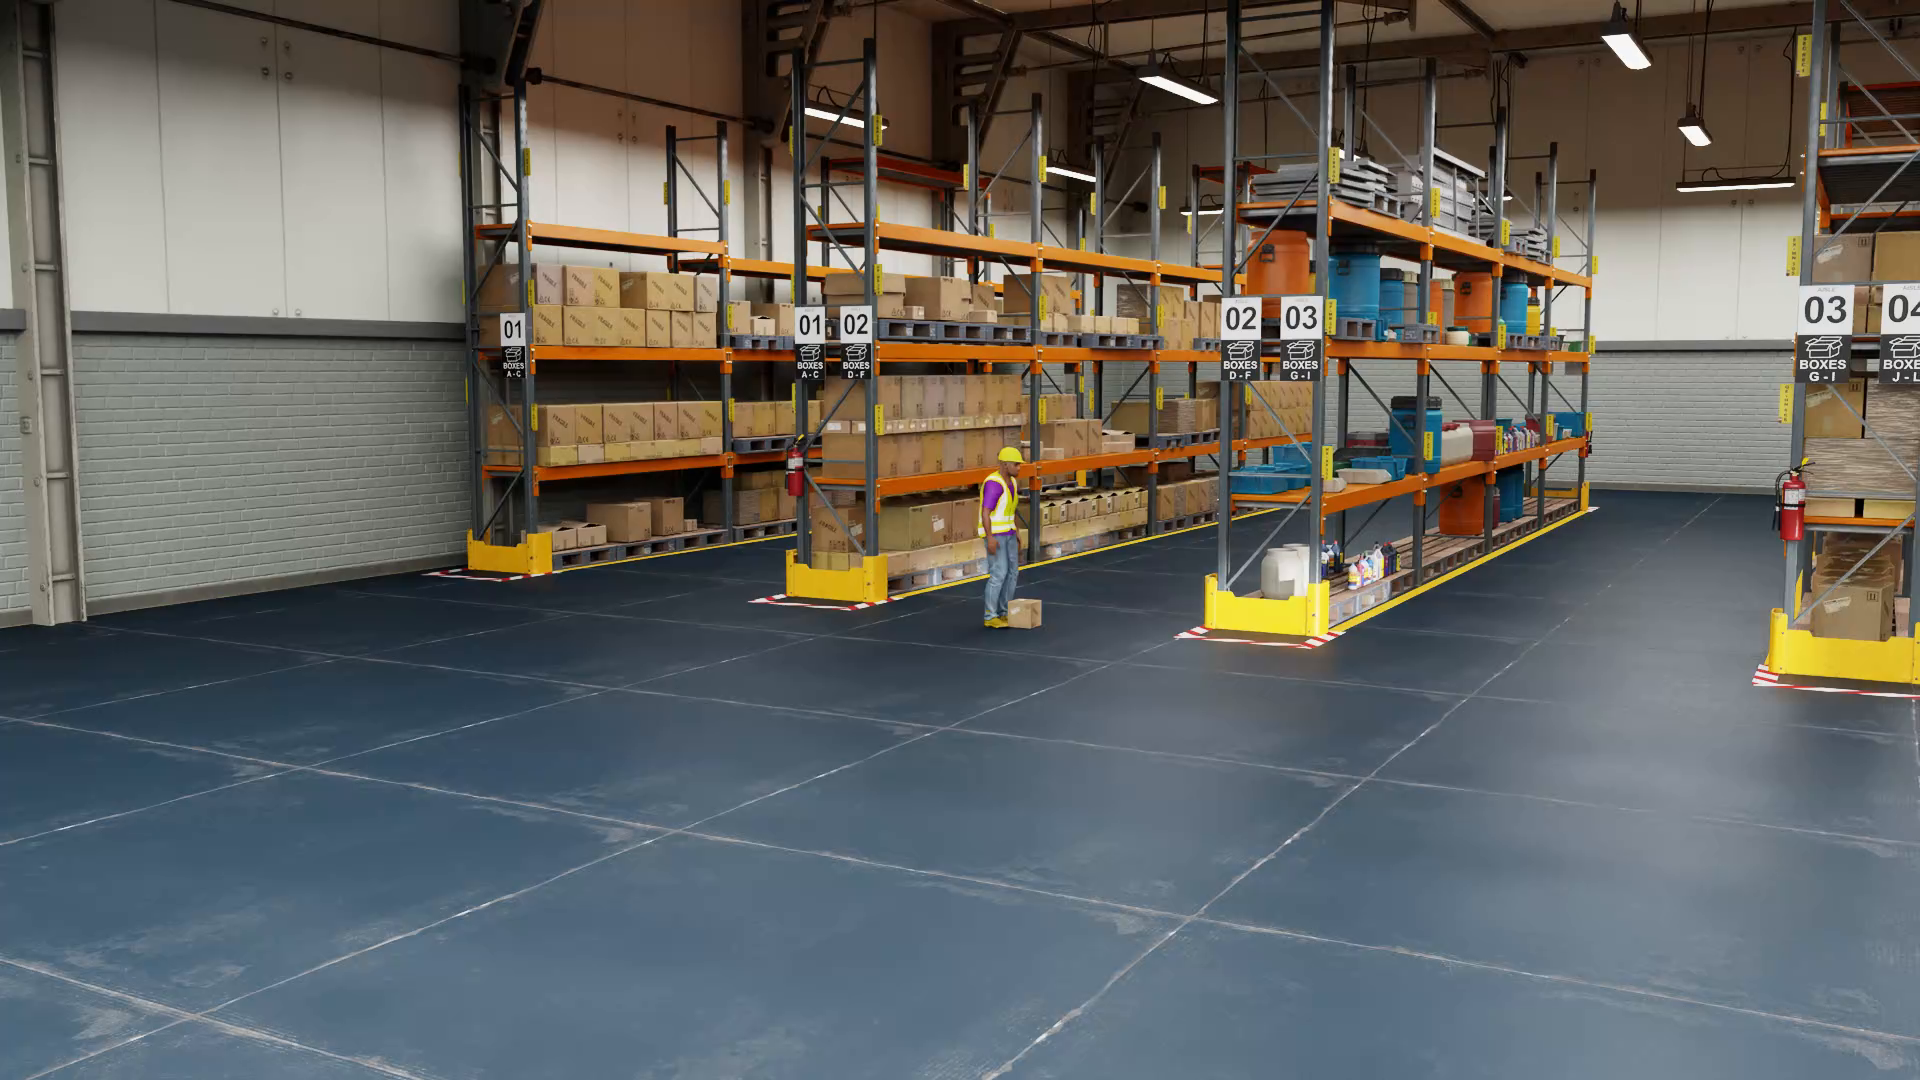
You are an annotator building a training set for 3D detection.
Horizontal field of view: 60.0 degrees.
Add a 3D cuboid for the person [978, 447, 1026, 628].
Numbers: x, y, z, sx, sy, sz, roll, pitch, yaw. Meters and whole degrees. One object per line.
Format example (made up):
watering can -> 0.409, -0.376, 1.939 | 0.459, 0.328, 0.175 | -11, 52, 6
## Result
person -> 0.423, -0.034, 16.399 | 0.454, 1.757, 0.628 | 3, 7, 29
